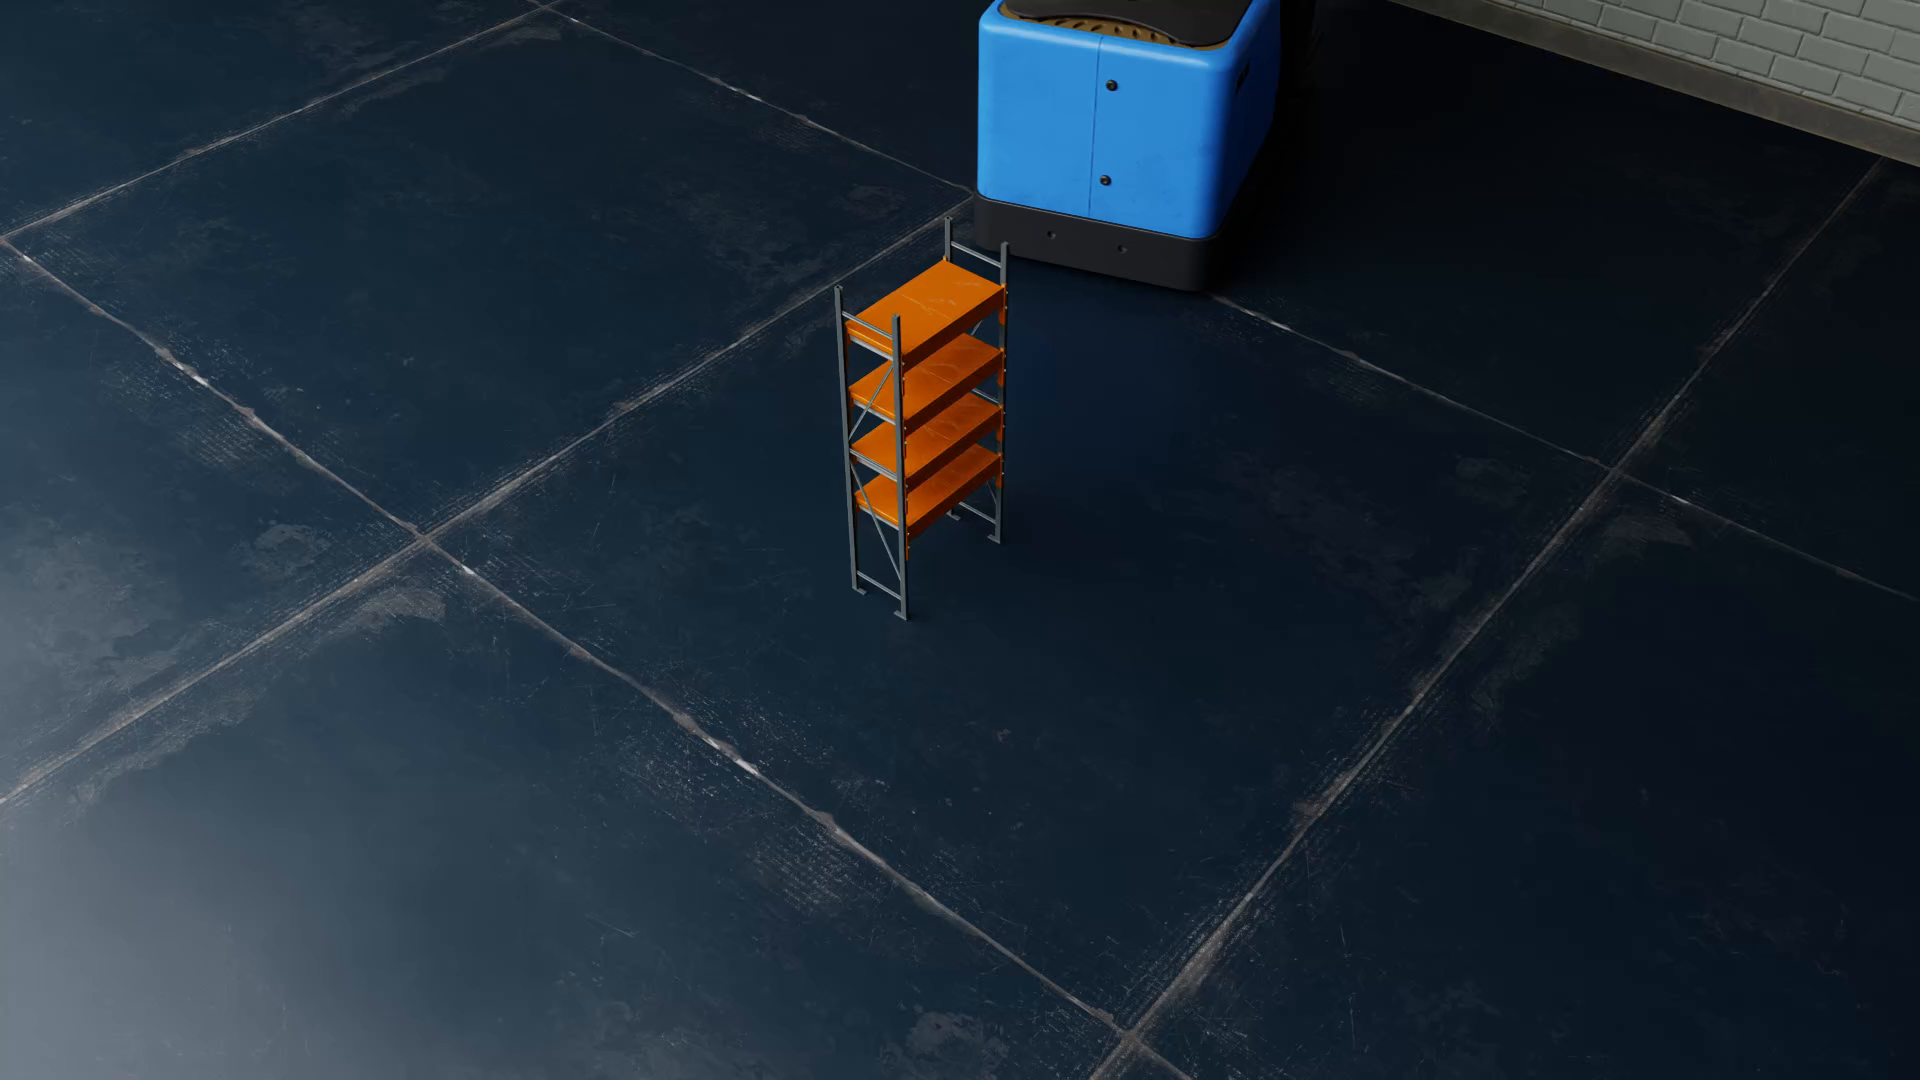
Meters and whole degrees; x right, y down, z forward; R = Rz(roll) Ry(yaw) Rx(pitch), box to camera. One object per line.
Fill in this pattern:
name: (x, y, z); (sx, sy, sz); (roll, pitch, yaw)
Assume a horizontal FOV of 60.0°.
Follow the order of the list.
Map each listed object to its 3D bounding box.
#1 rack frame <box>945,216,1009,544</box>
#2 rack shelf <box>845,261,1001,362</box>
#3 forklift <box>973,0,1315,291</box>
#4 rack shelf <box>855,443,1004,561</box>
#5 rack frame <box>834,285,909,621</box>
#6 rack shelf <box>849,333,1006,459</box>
rack frame: (0.051, -0.484, 5.391); (0.240, 1.200, 0.015); (29, 50, 28)
rack shelf: (-0.107, -0.678, 4.962); (0.221, 0.050, 0.457); (29, 50, 28)
forklift: (0.862, -2.729, 6.621); (1.129, 2.867, 1.939); (14, 44, 15)
rack shelf: (-0.107, -0.162, 5.431); (0.258, 0.148, 0.480); (29, 50, 28)
rack frame: (-0.264, -0.233, 5.114); (0.240, 1.200, 0.015); (29, 50, 28)
rack shelf: (-0.107, -0.474, 5.147); (0.258, 0.148, 0.480); (29, 50, 28)
